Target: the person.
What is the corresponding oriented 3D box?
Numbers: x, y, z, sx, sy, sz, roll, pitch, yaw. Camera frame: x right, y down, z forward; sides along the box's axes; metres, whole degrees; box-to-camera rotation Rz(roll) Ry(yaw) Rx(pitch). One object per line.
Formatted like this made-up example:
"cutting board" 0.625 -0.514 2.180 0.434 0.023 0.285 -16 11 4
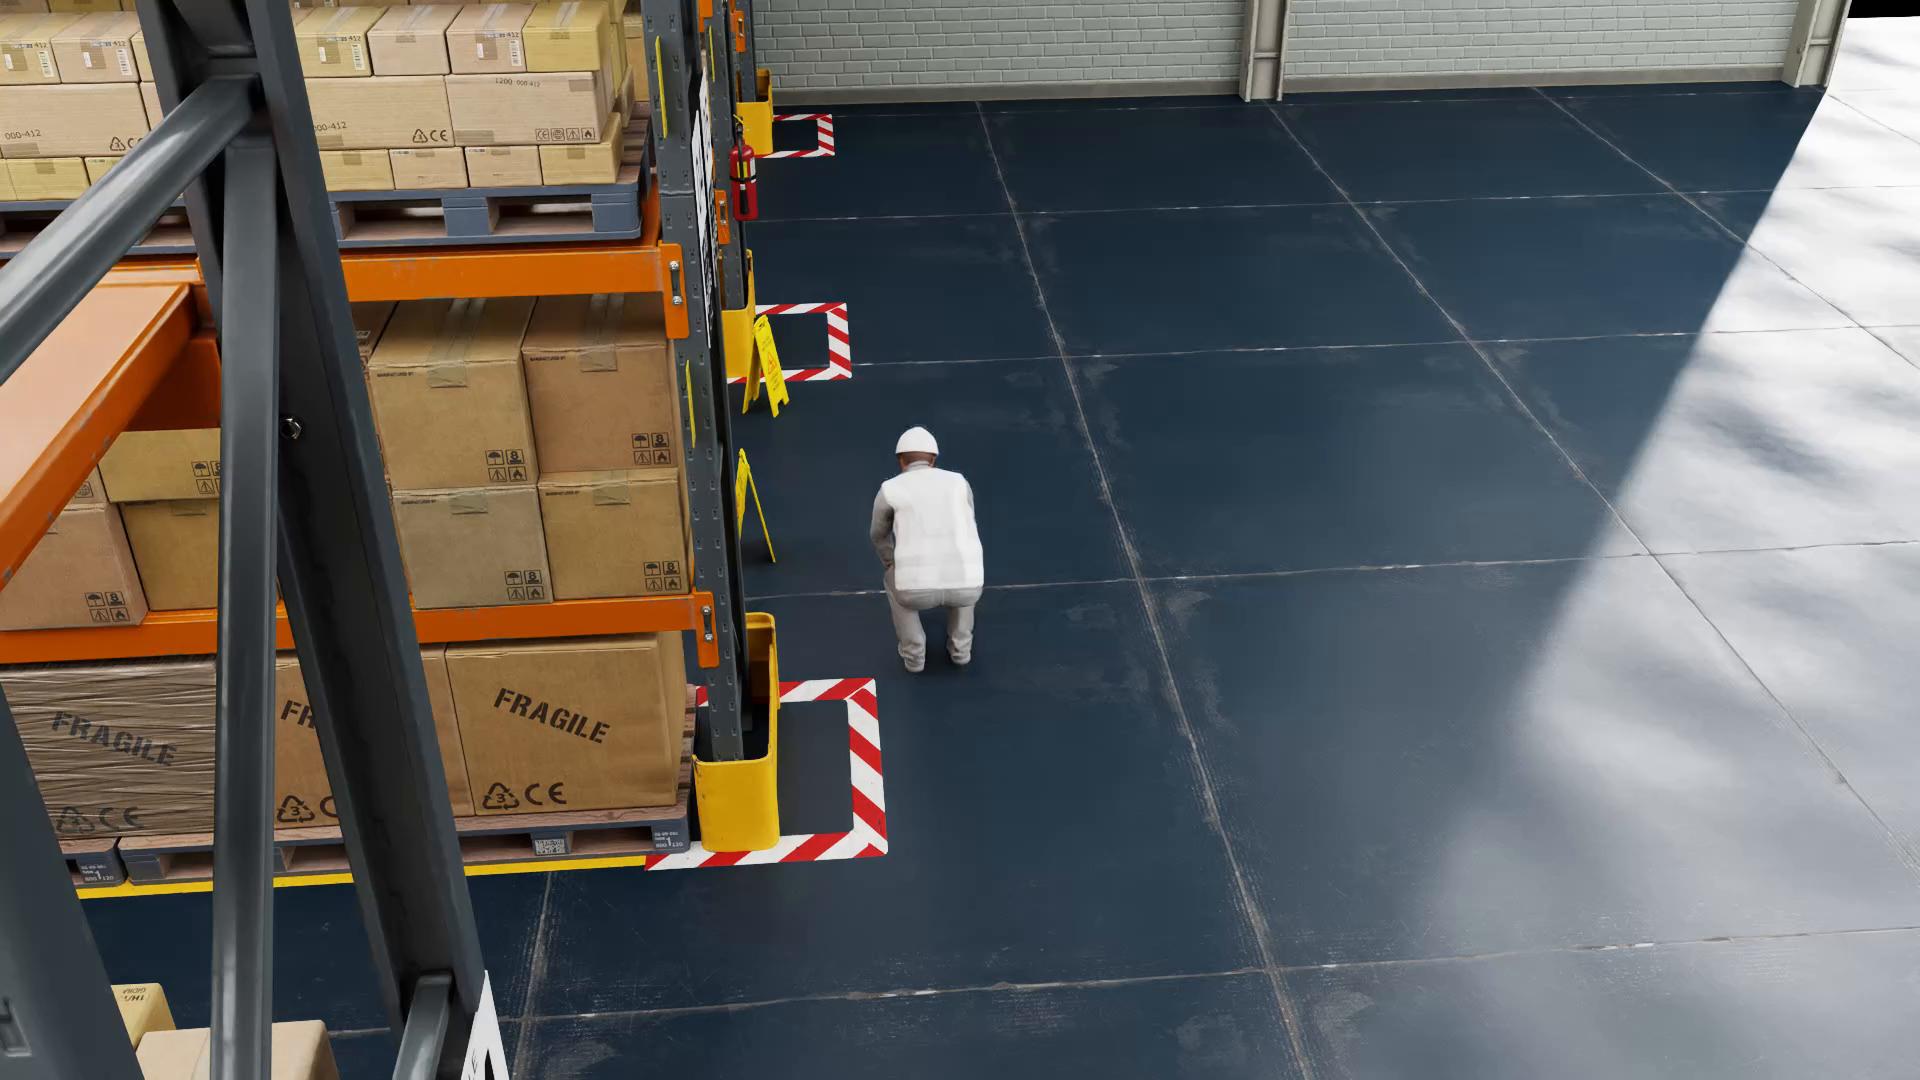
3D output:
"person" -0.172 0.079 8.517 0.556 1.122 0.866 -3 31 -5
